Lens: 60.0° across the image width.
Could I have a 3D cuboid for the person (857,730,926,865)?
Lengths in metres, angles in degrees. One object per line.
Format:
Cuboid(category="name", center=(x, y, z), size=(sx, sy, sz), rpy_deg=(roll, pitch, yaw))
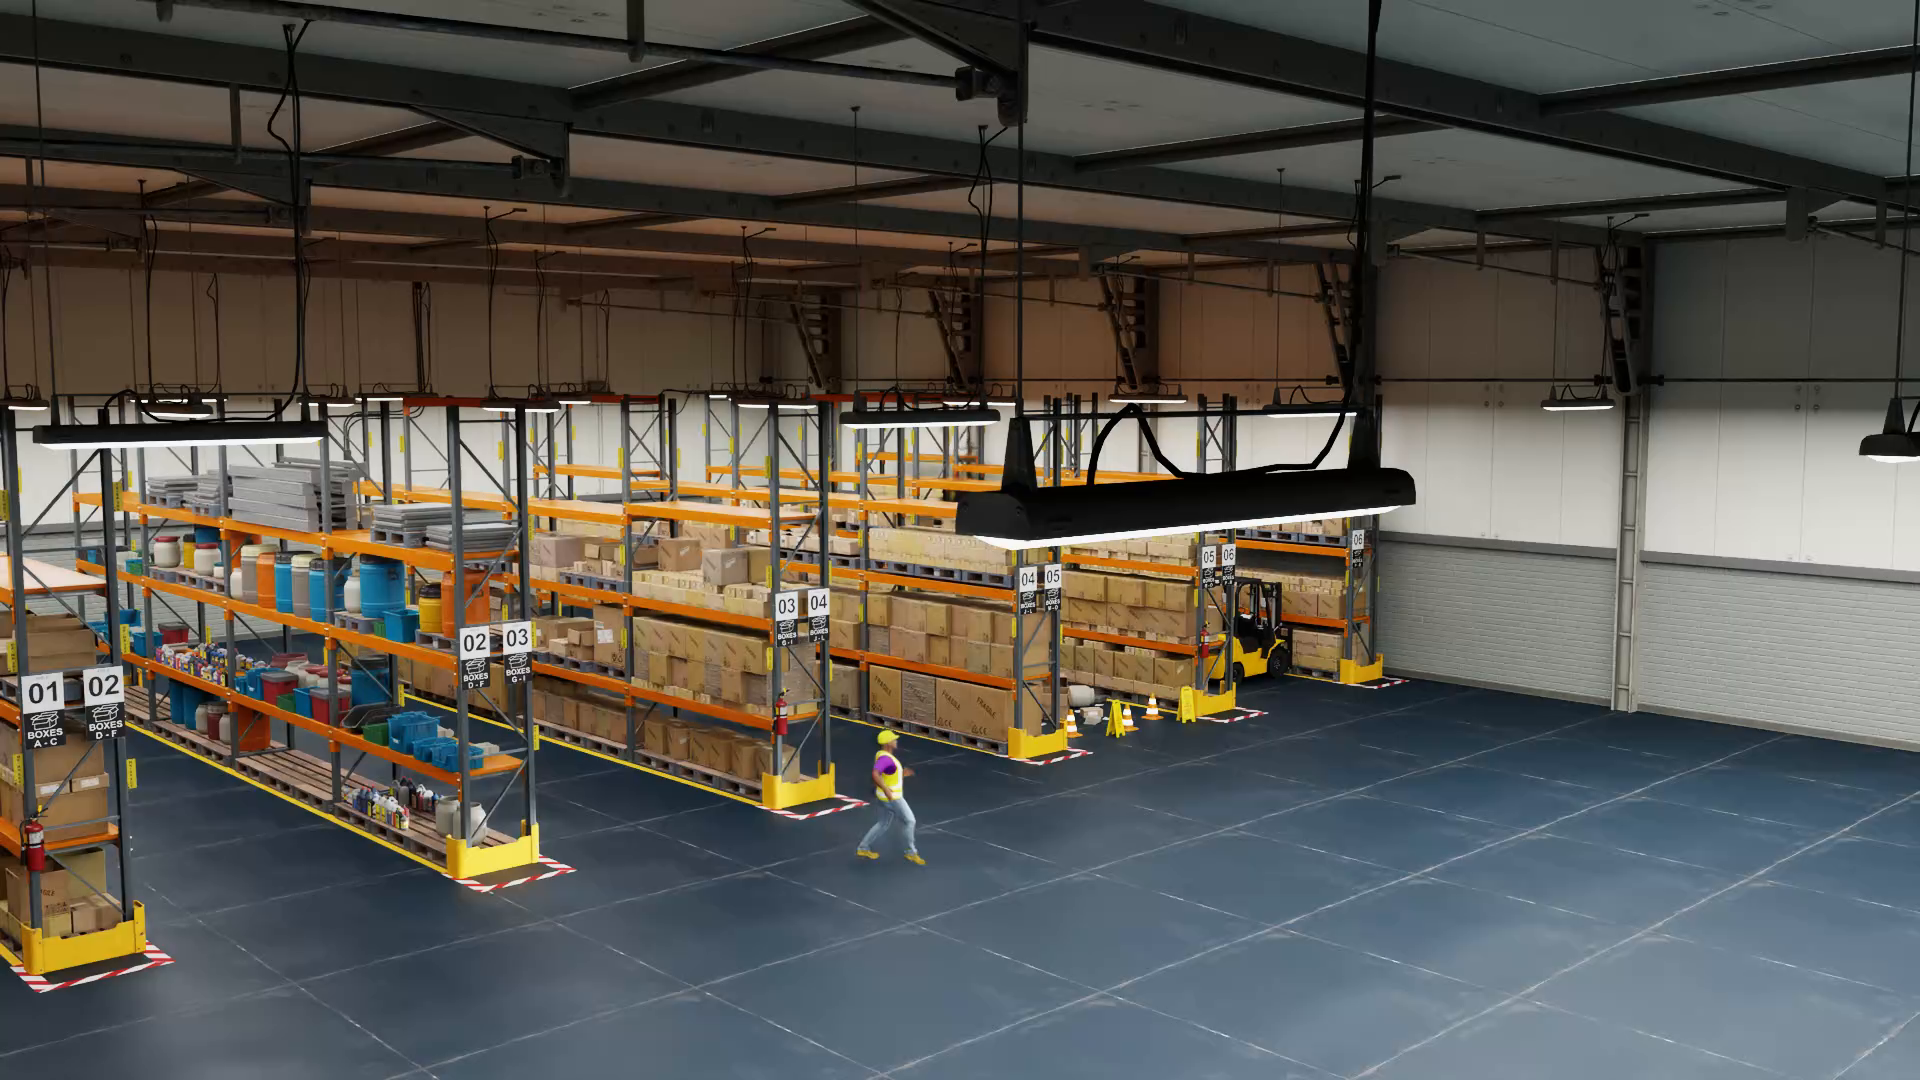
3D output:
Cuboid(category="person", center=(-0.894, 3.366, 21.668), size=(0.893, 1.794, 0.707), rpy_deg=(-2, 6, -17))
